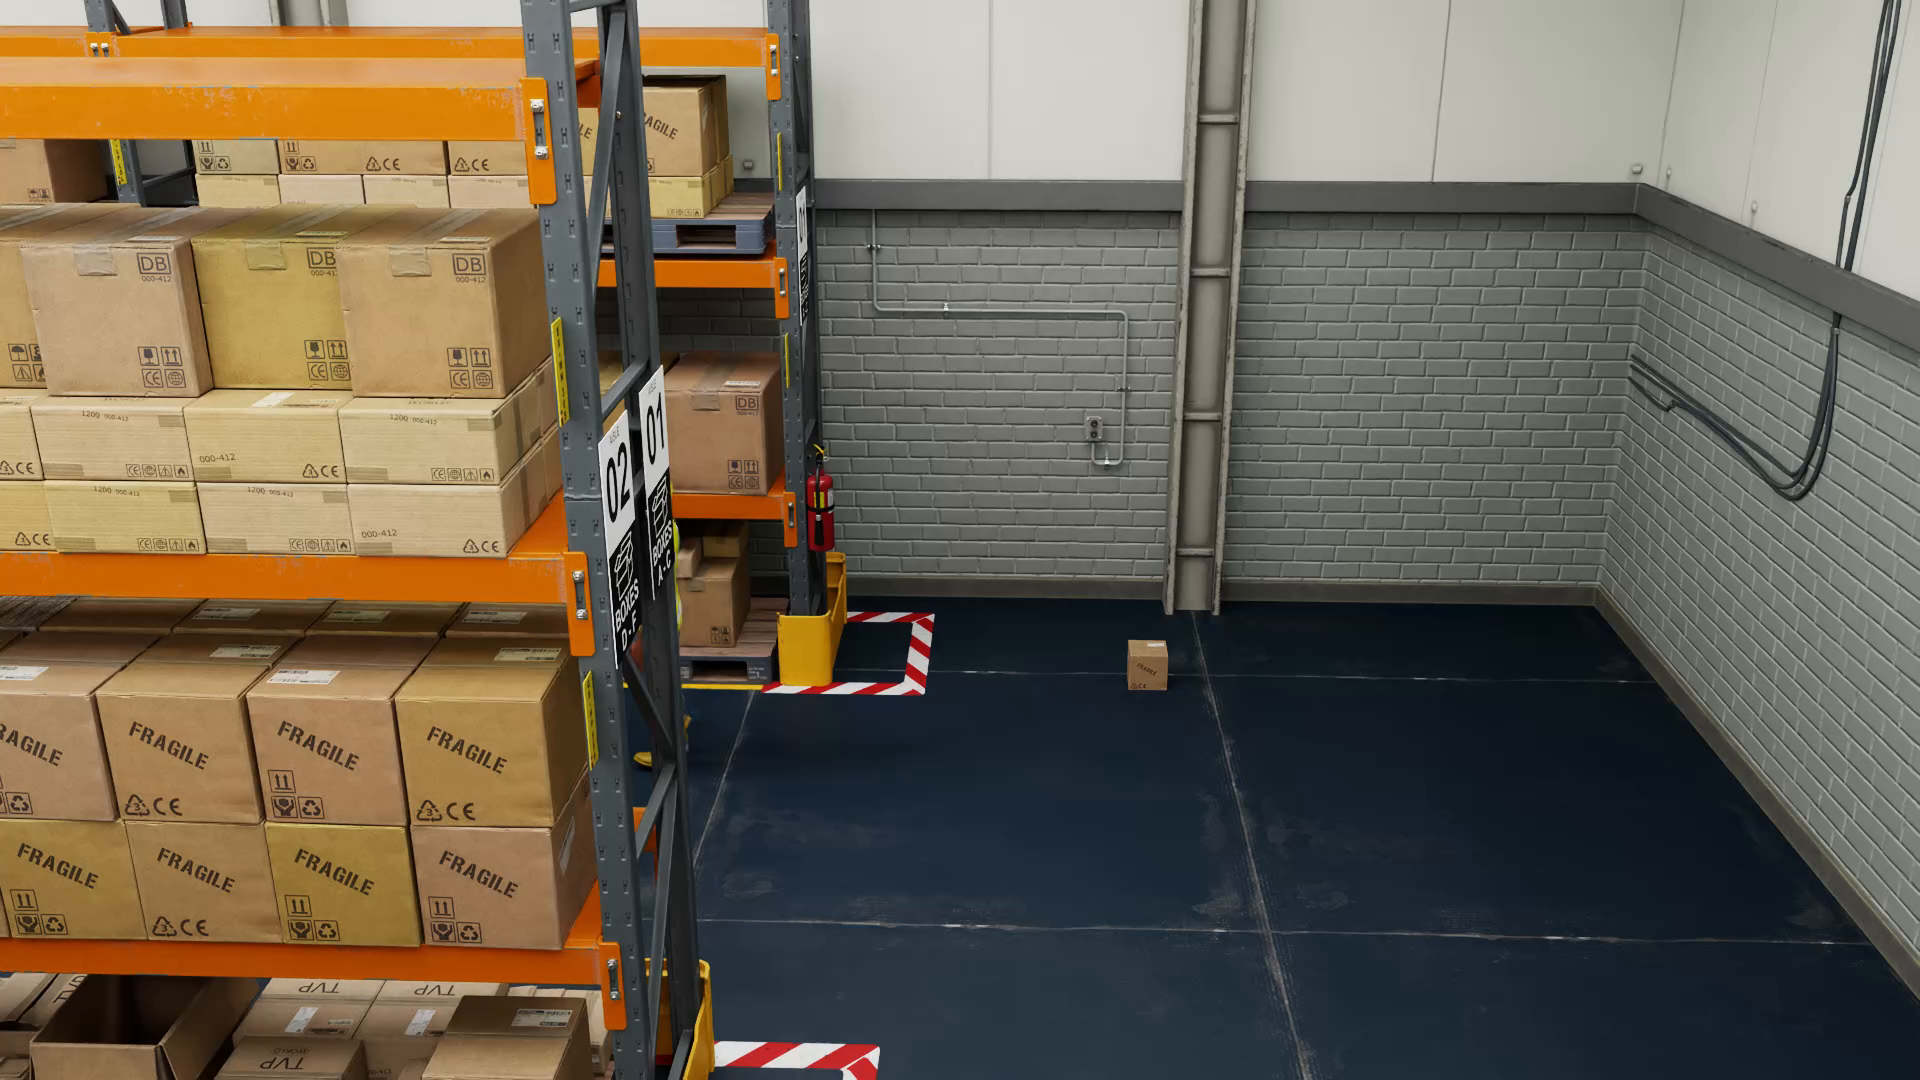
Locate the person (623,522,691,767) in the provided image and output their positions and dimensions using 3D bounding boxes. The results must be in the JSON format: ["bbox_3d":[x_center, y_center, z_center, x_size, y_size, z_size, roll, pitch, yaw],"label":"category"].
[{"bbox_3d":[-1.835,0.504,9.701,0.441,1.799,0.609,-1,21,-4],"label":"person"}]
